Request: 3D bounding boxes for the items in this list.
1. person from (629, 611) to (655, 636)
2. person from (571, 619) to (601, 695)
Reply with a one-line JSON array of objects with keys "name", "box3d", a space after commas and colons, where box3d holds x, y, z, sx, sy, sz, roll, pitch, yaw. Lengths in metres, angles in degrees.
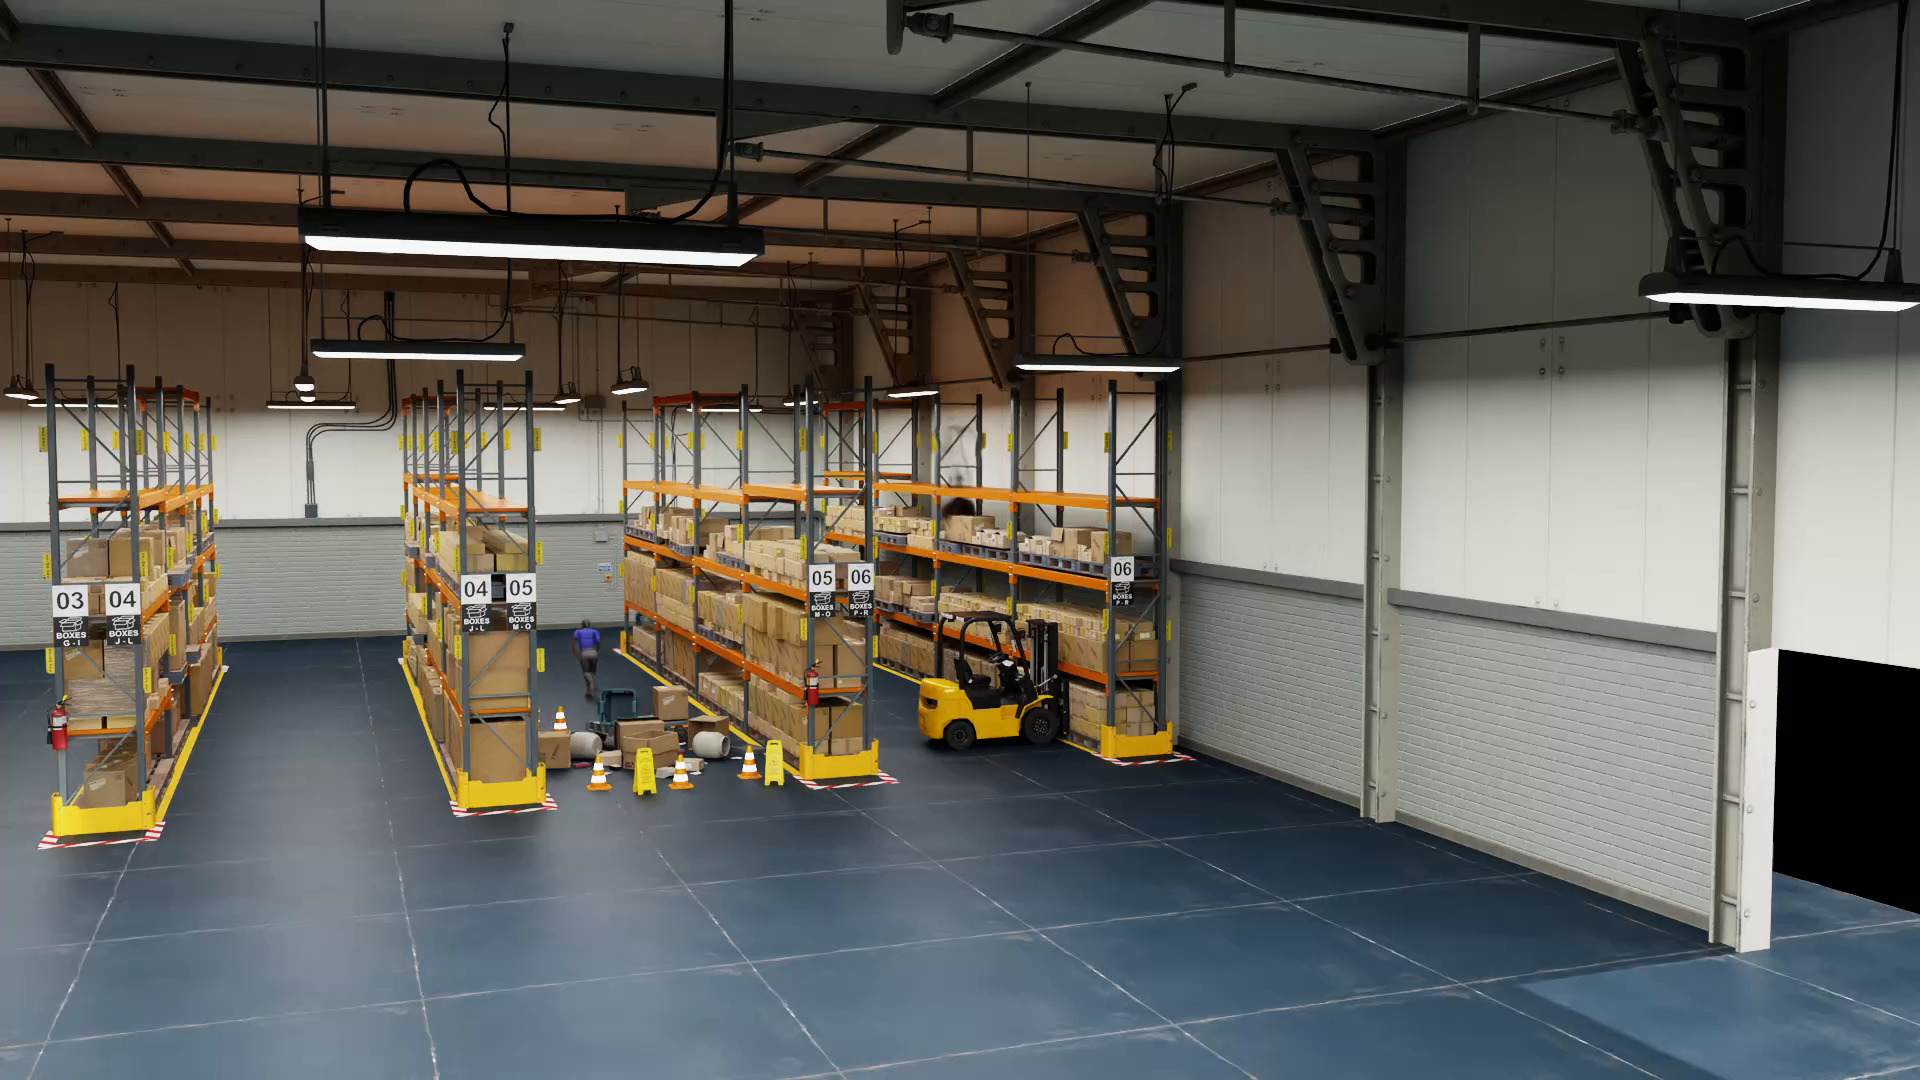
[{"name": "person", "box3d": [-8.107, 1.687, 42.734, 0.891, 1.585, 0.535, -3, 4, -40]}, {"name": "person", "box3d": [-7.406, 2.341, 32.967, 0.592, 1.514, 0.784, -1, 4, -22]}]
